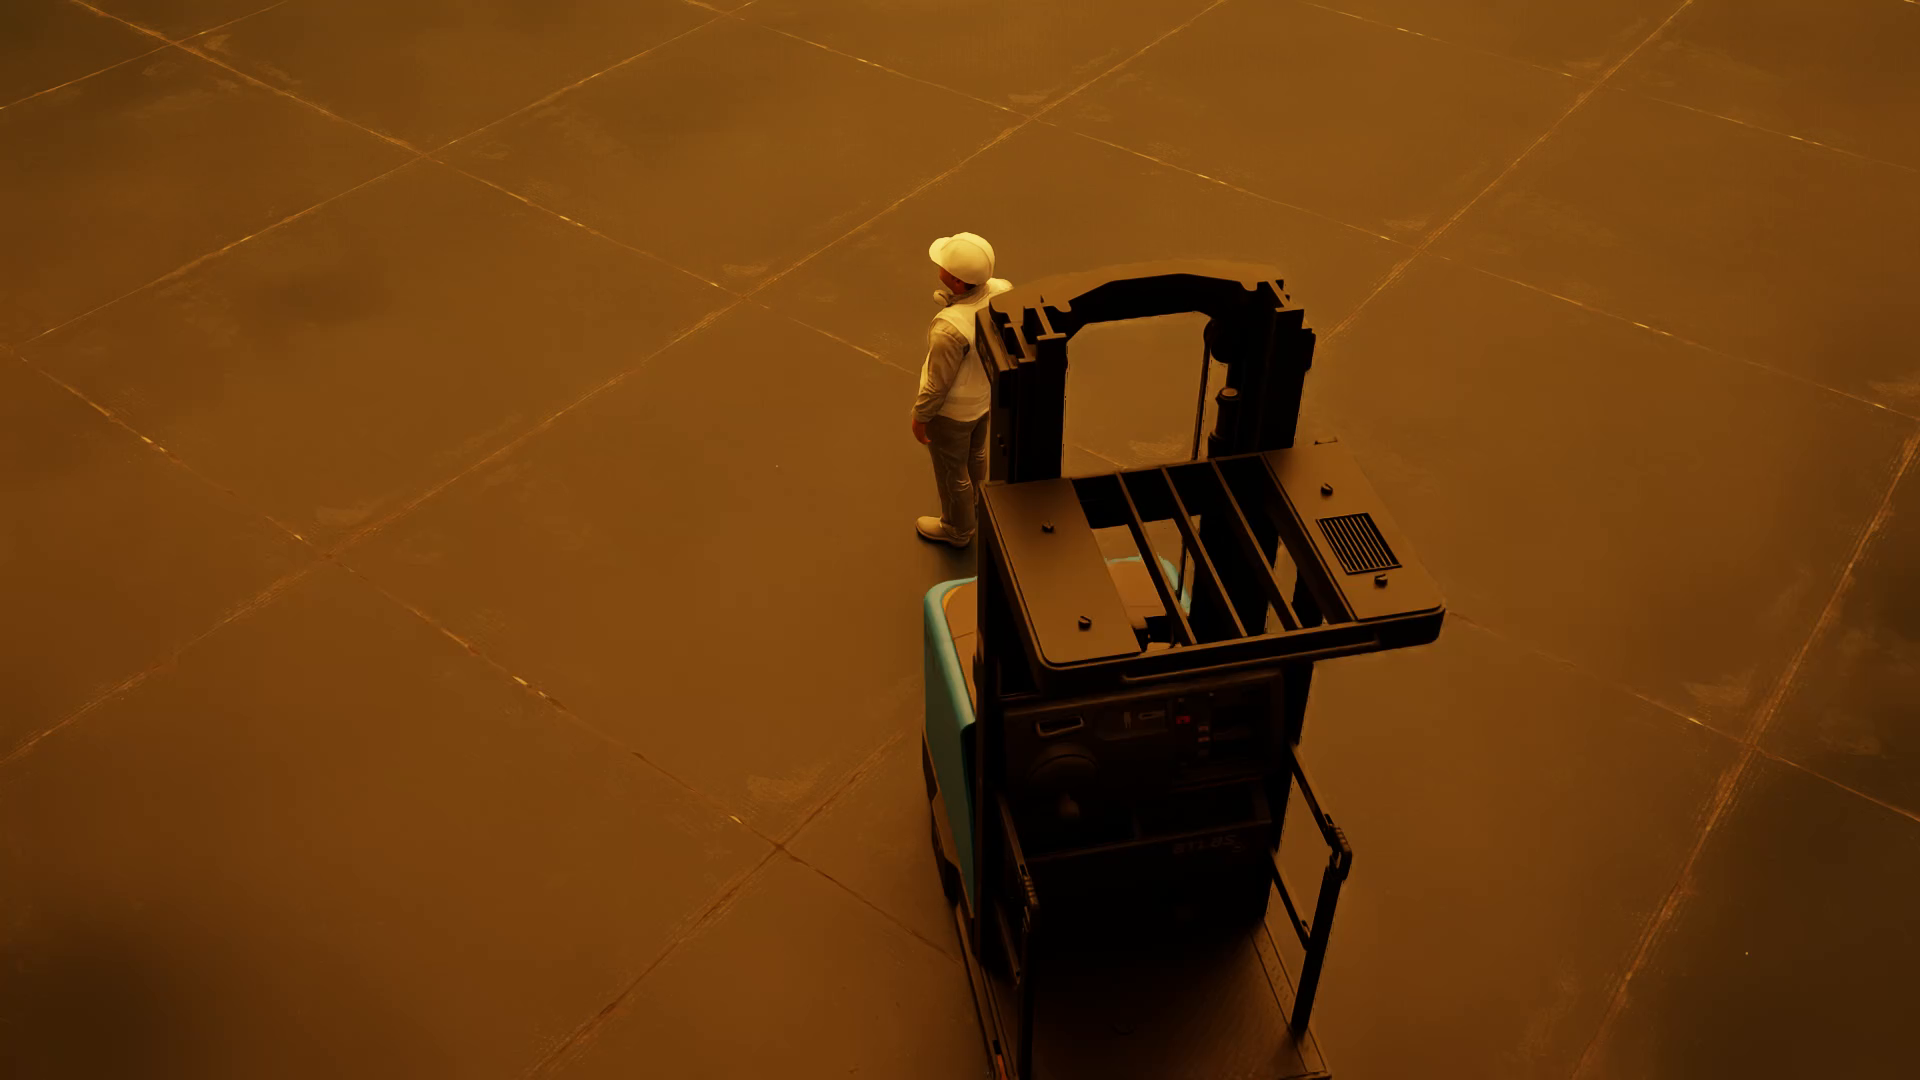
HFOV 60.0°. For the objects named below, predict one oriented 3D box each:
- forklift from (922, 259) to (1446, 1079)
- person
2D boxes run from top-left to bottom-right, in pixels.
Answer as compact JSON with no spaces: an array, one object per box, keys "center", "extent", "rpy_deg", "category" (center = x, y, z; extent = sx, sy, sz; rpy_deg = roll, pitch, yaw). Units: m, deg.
[{"center":[0.644,0.743,5.202],"extent":[1.130,2.935,3.031],"rpy_deg":[-8,41,-9],"category":"forklift"},{"center":[-0.044,-0.709,7.787],"extent":[0.568,1.773,0.632],"rpy_deg":[26,47,28],"category":"person"}]
